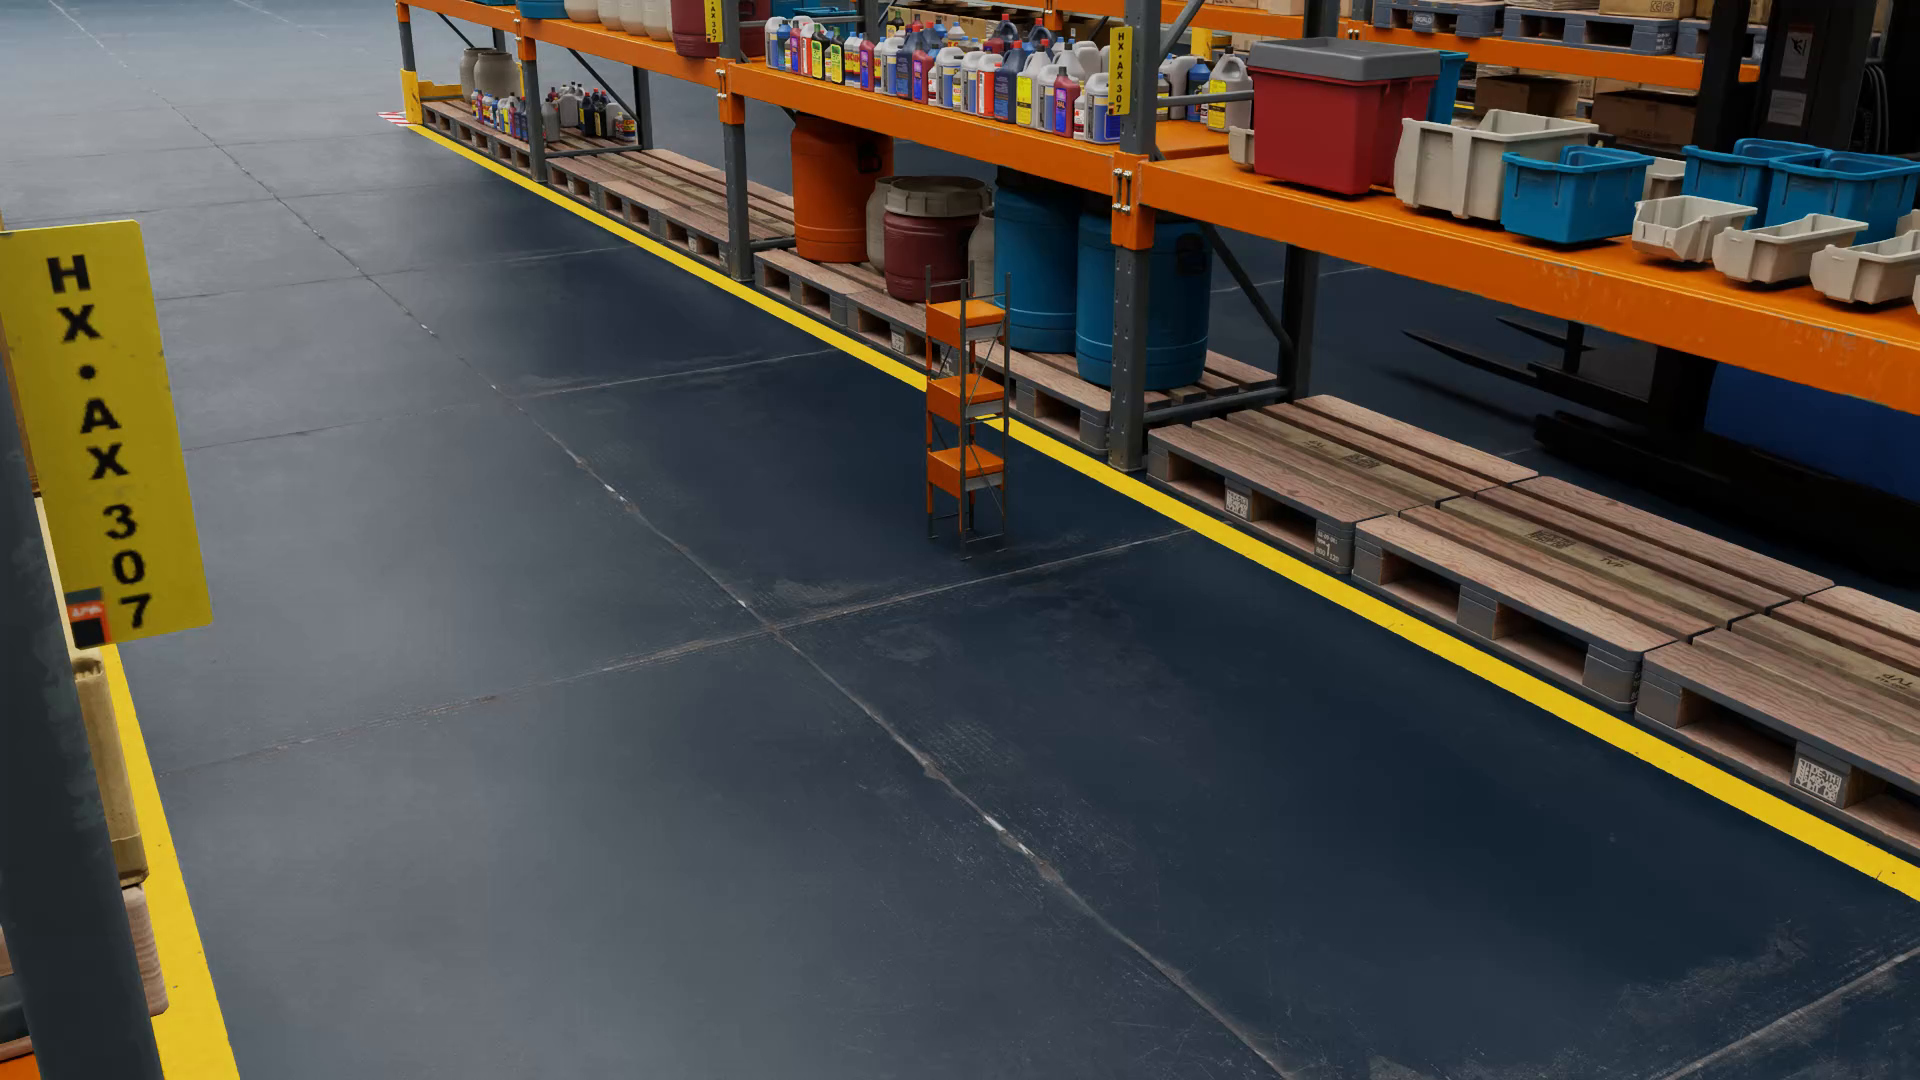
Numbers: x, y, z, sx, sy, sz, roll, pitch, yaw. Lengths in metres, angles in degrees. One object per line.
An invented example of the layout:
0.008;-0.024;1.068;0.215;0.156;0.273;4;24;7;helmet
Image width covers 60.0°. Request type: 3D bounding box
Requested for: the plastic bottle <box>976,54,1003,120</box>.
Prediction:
0.166;-2.069;7.583;0.152;0.276;0.135;-13;25;-28;plastic bottle

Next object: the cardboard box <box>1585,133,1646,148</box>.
4.088;-2.370;10.893;0.500;0.500;0.500;-14;26;-30;cardboard box

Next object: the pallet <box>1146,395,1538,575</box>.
1.498;-0.257;6.664;1.003;0.211;1.213;-13;25;-28;pallet

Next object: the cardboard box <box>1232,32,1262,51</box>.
3.753;-6.286;20.781;0.500;0.311;0.500;-16;27;-34;cardboard box

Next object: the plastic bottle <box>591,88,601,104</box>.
-3.149;-3.748;14.483;0.144;0.351;0.185;-14;26;-30;plastic bottle

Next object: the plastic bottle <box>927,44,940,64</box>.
-0.120;-2.273;8.090;0.097;0.271;0.097;0;22;0;plastic bottle

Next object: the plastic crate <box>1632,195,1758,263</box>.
2.094;-0.894;4.797;0.298;0.136;0.250;-13;25;-28;plastic crate

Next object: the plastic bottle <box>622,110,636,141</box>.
-2.783;-3.497;13.969;0.097;0.271;0.097;0;22;0;plastic bottle

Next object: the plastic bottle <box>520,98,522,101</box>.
-3.762;-3.662;14.361;0.061;0.283;0.133;-13;25;-28;plastic bottle

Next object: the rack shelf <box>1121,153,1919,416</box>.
2.111;-0.799;5.248;1.077;0.370;4.000;-13;25;-28;rack shelf

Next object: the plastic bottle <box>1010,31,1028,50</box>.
0.314;-2.487;8.601;0.061;0.283;0.133;-13;25;-28;plastic bottle

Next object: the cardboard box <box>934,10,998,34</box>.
0.067;-5.181;17.173;0.500;0.500;0.500;-13;25;-28;cardboard box

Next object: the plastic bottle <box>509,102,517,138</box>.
-3.791;-3.574;14.145;0.061;0.283;0.133;-11;24;-25;plastic bottle

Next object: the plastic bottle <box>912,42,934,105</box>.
-0.179;-2.257;8.036;0.061;0.283;0.133;-13;25;-28;plastic bottle

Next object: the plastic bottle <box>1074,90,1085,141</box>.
0.527;-1.785;6.984;0.097;0.201;0.097;0;22;0;plastic bottle

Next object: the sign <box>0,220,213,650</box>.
-0.645;-0.074;1.256;0.100;0.325;0.005;-13;25;-28;sign

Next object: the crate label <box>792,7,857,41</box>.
-0.847;-3.205;10.436;0.303;0.233;0.416;-13;25;-28;crate label

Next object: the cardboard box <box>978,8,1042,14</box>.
0.527;-5.284;17.427;0.500;0.500;0.500;-13;25;-28;cardboard box

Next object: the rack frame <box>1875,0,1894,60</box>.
5.350;-2.731;9.047;1.000;3.000;0.127;-13;25;-28;rack frame

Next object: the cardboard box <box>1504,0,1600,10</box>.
4.028;-3.752;10.868;0.700;0.500;0.500;-8;23;-18;cardboard box

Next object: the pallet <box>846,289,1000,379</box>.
0.104;-1.141;8.838;1.003;0.211;1.213;-13;25;-28;pallet

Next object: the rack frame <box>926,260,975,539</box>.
-0.035;-0.509;6.168;0.200;1.050;0.008;-13;25;-28;rack frame

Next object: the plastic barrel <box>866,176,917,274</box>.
-0.324;-1.796;9.492;0.421;0.512;0.421;0;22;0;plastic barrel

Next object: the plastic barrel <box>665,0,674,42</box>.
-1.663;-3.418;10.589;0.421;0.512;0.421;0;22;0;plastic barrel

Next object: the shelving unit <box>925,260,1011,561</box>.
0.027;-0.469;6.071;0.215;1.050;0.252;-13;25;-28;shelving unit

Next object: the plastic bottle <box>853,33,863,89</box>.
-0.503;-2.470;8.577;0.097;0.271;0.097;0;22;0;plastic bottle

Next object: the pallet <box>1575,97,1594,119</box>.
6.546;-4.336;16.698;1.003;0.211;1.213;-13;25;-28;pallet

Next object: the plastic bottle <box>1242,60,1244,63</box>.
1.201;-1.969;7.328;0.061;0.283;0.133;-13;25;-28;plastic bottle

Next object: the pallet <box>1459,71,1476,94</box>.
5.146;-5.194;18.809;1.003;0.211;1.213;-13;25;-28;pallet

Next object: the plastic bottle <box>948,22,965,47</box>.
-0.020;-2.724;9.201;0.097;0.271;0.097;0;22;0;plastic bottle

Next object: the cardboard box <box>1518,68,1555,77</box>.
6.217;-4.928;17.187;0.700;0.500;0.500;-13;26;-29;cardboard box

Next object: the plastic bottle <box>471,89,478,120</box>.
-4.382;-3.957;15.102;0.097;0.271;0.097;0;22;0;plastic bottle

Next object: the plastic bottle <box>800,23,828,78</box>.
-0.774;-2.665;9.049;0.152;0.276;0.135;-13;25;-28;plastic bottle

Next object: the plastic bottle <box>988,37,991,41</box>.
0.203;-2.601;8.883;0.061;0.283;0.133;-13;25;-28;plastic bottle

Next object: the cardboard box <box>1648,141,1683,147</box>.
4.781;-2.314;10.756;0.500;0.500;0.500;-12;25;-28;cardboard box

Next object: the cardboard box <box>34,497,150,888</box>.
-1.138;0.192;1.659;0.500;0.250;0.500;-13;26;-30;cardboard box

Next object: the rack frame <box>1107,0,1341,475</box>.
1.089;-1.779;6.706;1.000;3.000;0.127;-13;25;-28;rack frame

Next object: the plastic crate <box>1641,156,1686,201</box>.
2.237;-1.179;5.500;0.293;0.136;0.466;-13;25;-28;plastic crate

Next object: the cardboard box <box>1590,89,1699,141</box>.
4.545;-2.814;10.990;0.500;0.250;0.500;-13;26;-29;cardboard box

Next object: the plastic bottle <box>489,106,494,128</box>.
-4.105;-3.749;14.684;0.097;0.201;0.097;0;22;0;plastic bottle

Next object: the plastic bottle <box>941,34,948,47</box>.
-0.070;-2.723;9.292;0.097;0.201;0.097;0;22;0;plastic bottle

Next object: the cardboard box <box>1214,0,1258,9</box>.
2.435;-4.612;13.542;0.500;0.500;0.500;-14;26;-31;cardboard box

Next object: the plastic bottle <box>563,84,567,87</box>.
-3.650;-4.065;15.352;0.061;0.283;0.133;-12;25;-27;plastic bottle

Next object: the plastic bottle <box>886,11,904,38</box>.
-0.380;-2.971;9.793;0.061;0.283;0.133;-13;25;-28;plastic bottle

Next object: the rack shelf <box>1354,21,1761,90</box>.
4.328;-3.045;10.775;1.077;0.370;4.000;-13;25;-28;rack shelf

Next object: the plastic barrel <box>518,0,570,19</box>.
-3.060;-4.418;12.532;0.600;0.901;0.708;-13;25;-28;plastic barrel

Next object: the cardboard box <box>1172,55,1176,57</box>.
1.716;-4.425;15.564;0.500;0.311;0.500;-13;25;-28;cardboard box

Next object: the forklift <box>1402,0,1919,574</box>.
3.180;-1.743;6.706;1.130;2.935;3.031;-11;24;-25;forklift
